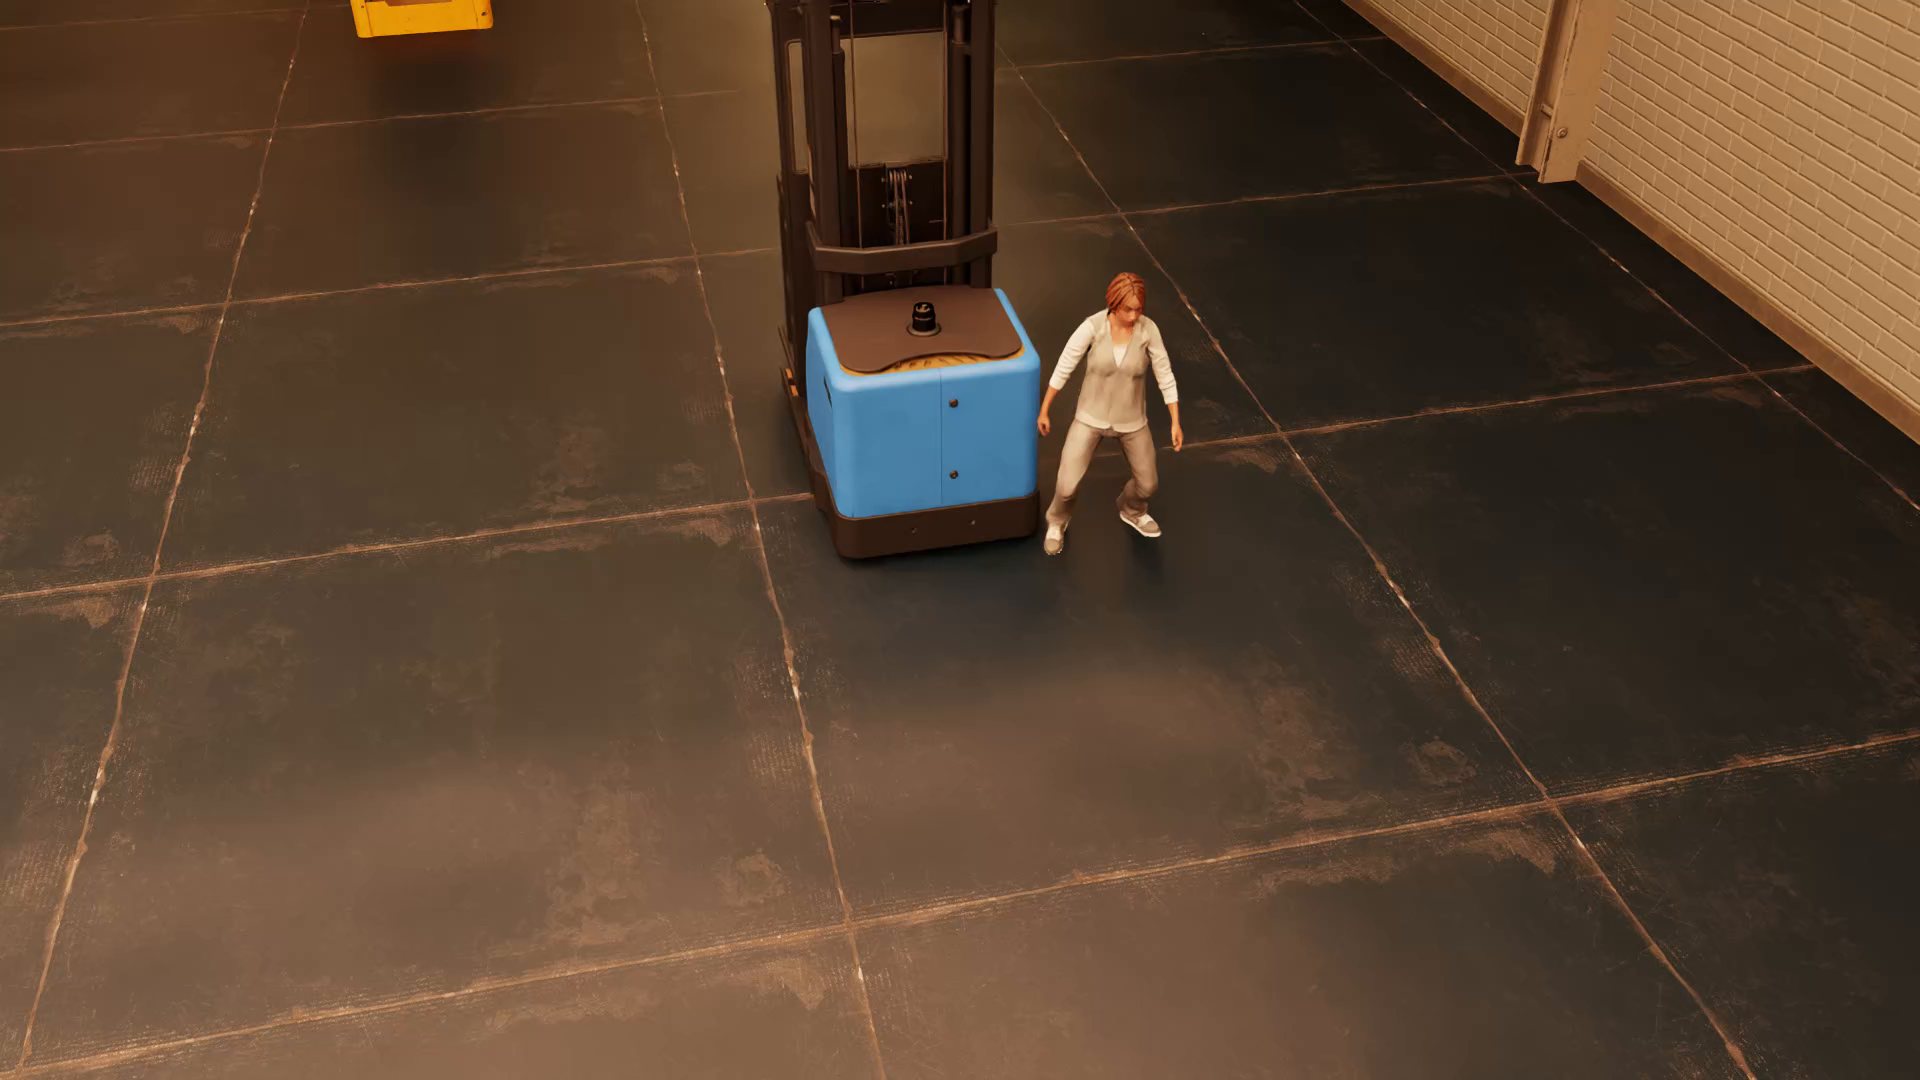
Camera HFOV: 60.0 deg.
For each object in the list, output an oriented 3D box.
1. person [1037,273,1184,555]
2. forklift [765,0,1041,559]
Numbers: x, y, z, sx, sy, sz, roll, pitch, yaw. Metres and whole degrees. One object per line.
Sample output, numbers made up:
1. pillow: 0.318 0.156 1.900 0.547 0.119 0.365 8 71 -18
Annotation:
1. person: 0.733 -0.600 8.114 0.708 1.529 0.470 2 36 3
2. forklift: -0.426 -1.956 8.768 1.130 2.935 3.031 -8 36 -11
